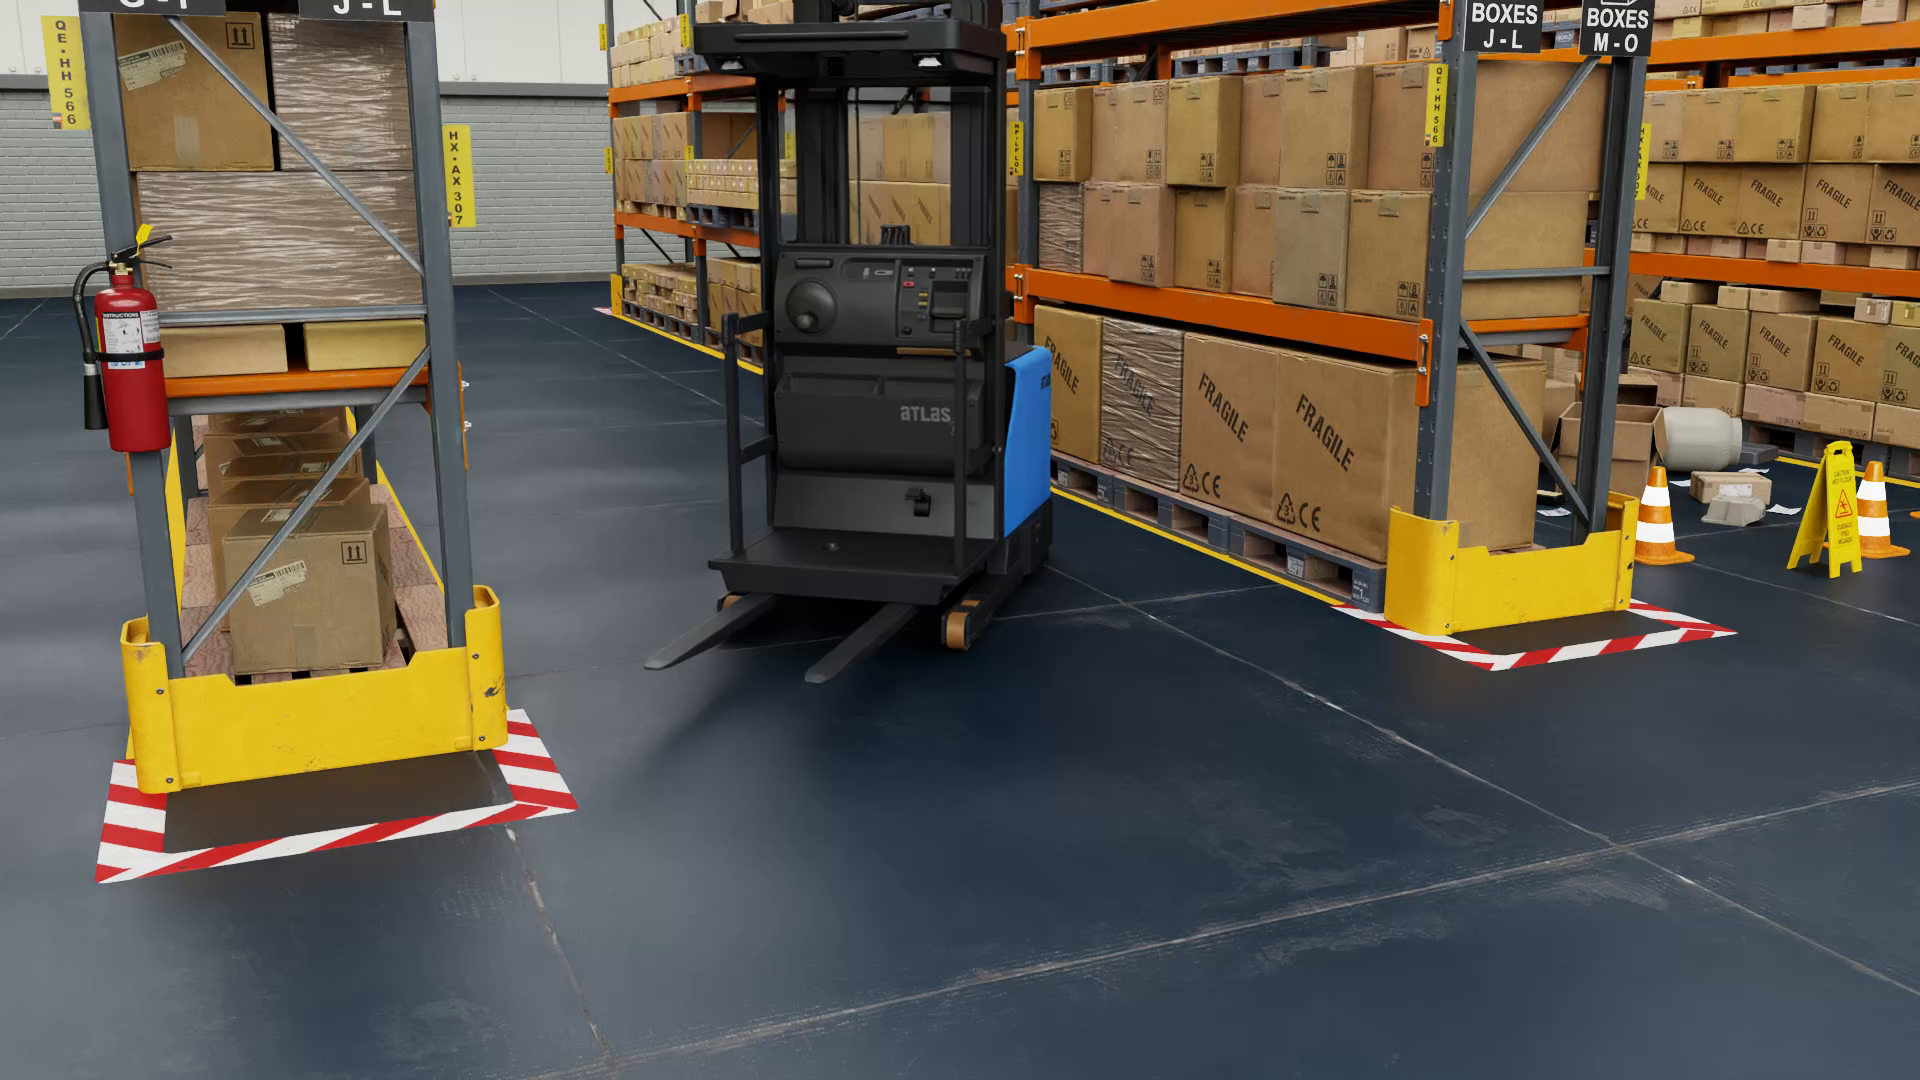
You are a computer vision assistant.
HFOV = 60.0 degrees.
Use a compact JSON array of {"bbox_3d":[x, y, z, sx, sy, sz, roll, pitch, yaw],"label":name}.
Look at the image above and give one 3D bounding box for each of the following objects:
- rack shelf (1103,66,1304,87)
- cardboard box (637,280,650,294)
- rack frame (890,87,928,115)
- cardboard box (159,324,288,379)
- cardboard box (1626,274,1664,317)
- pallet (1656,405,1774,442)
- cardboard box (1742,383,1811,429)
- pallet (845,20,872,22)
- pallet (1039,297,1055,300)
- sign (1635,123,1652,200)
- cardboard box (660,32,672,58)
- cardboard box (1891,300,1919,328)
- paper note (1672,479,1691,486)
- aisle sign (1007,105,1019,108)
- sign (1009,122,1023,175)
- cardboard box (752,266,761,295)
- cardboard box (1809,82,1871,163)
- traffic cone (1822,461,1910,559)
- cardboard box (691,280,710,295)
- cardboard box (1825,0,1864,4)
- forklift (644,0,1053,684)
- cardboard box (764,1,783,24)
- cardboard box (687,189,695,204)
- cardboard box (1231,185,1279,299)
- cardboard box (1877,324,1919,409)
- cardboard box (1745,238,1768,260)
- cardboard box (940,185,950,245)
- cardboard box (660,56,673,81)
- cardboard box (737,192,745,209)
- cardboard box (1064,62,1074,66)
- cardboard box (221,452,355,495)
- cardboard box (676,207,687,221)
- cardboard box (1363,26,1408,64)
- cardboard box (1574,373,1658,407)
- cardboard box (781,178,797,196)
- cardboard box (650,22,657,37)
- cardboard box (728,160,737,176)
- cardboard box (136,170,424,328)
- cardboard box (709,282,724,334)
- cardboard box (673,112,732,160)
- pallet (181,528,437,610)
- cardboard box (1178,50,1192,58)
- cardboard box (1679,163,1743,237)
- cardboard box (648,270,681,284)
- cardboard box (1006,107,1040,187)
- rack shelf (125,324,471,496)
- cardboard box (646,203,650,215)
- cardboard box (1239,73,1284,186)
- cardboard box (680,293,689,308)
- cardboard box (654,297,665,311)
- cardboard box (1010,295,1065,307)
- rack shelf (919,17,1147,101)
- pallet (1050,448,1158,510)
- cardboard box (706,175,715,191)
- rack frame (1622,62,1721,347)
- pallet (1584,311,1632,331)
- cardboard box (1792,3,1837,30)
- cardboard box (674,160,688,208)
[{"bbox_3d":[2.939,-4.785,17.836,1.077,0.370,4.000,-6,14,-23],"label":"rack shelf"},{"bbox_3d":[-3.744,-3.108,20.378,0.380,0.149,0.250,-5,14,-21],"label":"cardboard box"},{"bbox_3d":[-0.755,-2.793,14.286,1.000,3.000,0.127,-6,14,-23],"label":"rack frame"},{"bbox_3d":[-2.439,-0.631,5.501,0.380,0.149,0.250,-6,14,-23],"label":"cardboard box"},{"bbox_3d":[7.921,-2.765,18.777,0.500,0.500,0.500,-5,14,-21],"label":"cardboard box"},{"bbox_3d":[5.644,-0.941,12.466,1.003,0.211,1.213,-6,14,-23],"label":"pallet"},{"bbox_3d":[5.771,-0.935,11.423,0.500,0.250,0.500,-6,14,-24],"label":"cardboard box"},{"bbox_3d":[-0.448,-4.034,13.415,1.213,0.211,1.003,-5,14,-20],"label":"pallet"},{"bbox_3d":[1.413,-3.146,21.993,1.003,0.211,1.213,-6,14,-23],"label":"pallet"},{"bbox_3d":[2.961,-1.650,7.249,0.100,0.325,0.005,-6,14,-23],"label":"sign"},{"bbox_3d":[-2.973,-5.432,18.261,0.500,0.250,0.500,-6,14,-25],"label":"cardboard box"},{"bbox_3d":[6.079,-1.419,10.412,0.380,0.149,0.250,-5,14,-22],"label":"cardboard box"},{"bbox_3d":[4.540,-0.361,10.387,0.148,0.019,0.142,-1,13,-4],"label":"paper note"},{"bbox_3d":[0.791,-6.223,23.342,0.394,0.787,0.004,-6,14,-23],"label":"aisle sign"},{"bbox_3d":[0.354,-2.441,10.373,0.100,0.325,0.005,-6,14,-23],"label":"sign"},{"bbox_3d":[-1.670,-2.473,15.851,0.500,0.250,0.500,-5,14,-22],"label":"cardboard box"},{"bbox_3d":[5.973,-2.692,10.749,0.700,0.500,0.500,-6,14,-23],"label":"cardboard box"},{"bbox_3d":[4.710,-0.174,8.596,0.336,0.463,0.334,-6,14,-23],"label":"traffic cone"},{"bbox_3d":[-2.738,-2.775,18.280,0.380,0.149,0.250,-5,14,-21],"label":"cardboard box"},{"bbox_3d":[5.876,-3.538,10.524,0.500,0.250,0.500,-5,14,-22],"label":"cardboard box"},{"bbox_3d":[-0.407,-1.066,6.976,1.130,2.935,3.031,4,13,15],"label":"forklift"},{"bbox_3d":[-1.429,-4.500,14.788,0.500,0.500,0.500,-6,14,-23],"label":"cardboard box"},{"bbox_3d":[-2.621,-3.579,17.307,0.380,0.149,0.250,-6,14,-26],"label":"cardboard box"},{"bbox_3d":[1.910,-1.525,8.473,0.875,0.550,0.550,-6,14,-23],"label":"cardboard box"},{"bbox_3d":[6.173,-1.088,10.423,0.500,0.500,0.500,-5,14,-21],"label":"cardboard box"},{"bbox_3d":[5.661,-2.012,11.469,0.380,0.149,0.250,-6,14,-23],"label":"cardboard box"},{"bbox_3d":[0.191,-2.204,11.517,0.500,0.500,0.500,-6,14,-24],"label":"cardboard box"},{"bbox_3d":[-2.990,-5.189,18.318,0.500,0.250,0.500,-6,14,-23],"label":"cardboard box"},{"bbox_3d":[-1.882,-3.201,15.675,0.380,0.149,0.250,-5,14,-21],"label":"cardboard box"},{"bbox_3d":[1.483,-5.838,20.191,0.380,0.149,0.250,-5,14,-22],"label":"cardboard box"},{"bbox_3d":[-2.874,-0.082,7.184,0.500,0.500,0.500,-4,14,-18],"label":"cardboard box"},{"bbox_3d":[-2.889,-3.578,18.236,0.380,0.149,0.250,-6,14,-24],"label":"cardboard box"},{"bbox_3d":[4.111,-4.575,15.109,0.700,0.500,0.500,-6,14,-23],"label":"cardboard box"},{"bbox_3d":[4.525,-0.874,11.531,0.500,0.500,0.500,4,14,16],"label":"cardboard box"},{"bbox_3d":[-1.370,-3.081,14.497,0.380,0.149,0.250,-5,14,-22],"label":"cardboard box"},{"bbox_3d":[-3.275,-5.751,18.751,0.380,0.149,0.250,-6,14,-23],"label":"cardboard box"},{"bbox_3d":[-1.991,-3.546,15.846,0.380,0.149,0.250,-5,14,-21],"label":"cardboard box"},{"bbox_3d":[-2.330,-1.023,5.756,0.875,0.500,0.500,-6,14,-23],"label":"cardboard box"},{"bbox_3d":[-2.304,-2.430,17.328,0.500,0.500,0.500,-5,14,-21],"label":"cardboard box"},{"bbox_3d":[-2.793,-4.373,18.013,0.500,0.500,0.500,-6,14,-25],"label":"cardboard box"},{"bbox_3d":[-2.944,0.207,7.508,1.003,0.211,1.213,-6,14,-23],"label":"pallet"},{"bbox_3d":[2.549,-5.279,17.741,0.396,0.266,0.258,-4,14,-18],"label":"cardboard box"},{"bbox_3d":[5.486,-2.411,11.752,0.500,0.500,0.500,-6,14,-23],"label":"cardboard box"},{"bbox_3d":[-3.515,-3.142,19.867,0.380,0.149,0.250,-5,14,-22],"label":"cardboard box"},{"bbox_3d":[0.643,-2.605,11.032,0.700,0.500,0.500,-6,14,-24],"label":"cardboard box"},{"bbox_3d":[-2.936,-0.776,7.166,1.077,0.370,4.000,-6,14,-23],"label":"rack shelf"},{"bbox_3d":[-3.543,-3.965,19.906,0.380,0.149,0.250,-6,14,-24],"label":"cardboard box"},{"bbox_3d":[1.932,-2.053,8.360,0.875,0.550,0.550,-6,14,-23],"label":"cardboard box"},{"bbox_3d":[-2.894,-2.671,18.491,0.380,0.149,0.250,-6,14,-26],"label":"cardboard box"},{"bbox_3d":[-3.411,-2.806,19.733,0.380,0.149,0.250,-6,14,-23],"label":"cardboard box"},{"bbox_3d":[0.134,-1.395,12.303,1.050,0.750,0.750,-6,14,-23],"label":"cardboard box"},{"bbox_3d":[0.046,-3.491,12.244,1.077,0.370,4.000,-6,14,-23],"label":"rack shelf"},{"bbox_3d":[1.081,-0.444,10.320,1.003,0.211,1.213,-6,14,-23],"label":"pallet"},{"bbox_3d":[-2.307,-3.563,16.580,0.380,0.149,0.250,-6,14,-25],"label":"cardboard box"},{"bbox_3d":[5.343,-2.435,12.737,1.000,3.000,0.127,-6,14,-23],"label":"rack frame"},{"bbox_3d":[8.022,-2.509,19.244,1.003,0.211,1.213,-6,14,-23],"label":"pallet"},{"bbox_3d":[5.679,-3.413,10.868,0.380,0.149,0.250,-6,14,-24],"label":"cardboard box"},{"bbox_3d":[-2.810,-3.888,18.133,0.500,0.500,0.500,-6,14,-23],"label":"cardboard box"}]
